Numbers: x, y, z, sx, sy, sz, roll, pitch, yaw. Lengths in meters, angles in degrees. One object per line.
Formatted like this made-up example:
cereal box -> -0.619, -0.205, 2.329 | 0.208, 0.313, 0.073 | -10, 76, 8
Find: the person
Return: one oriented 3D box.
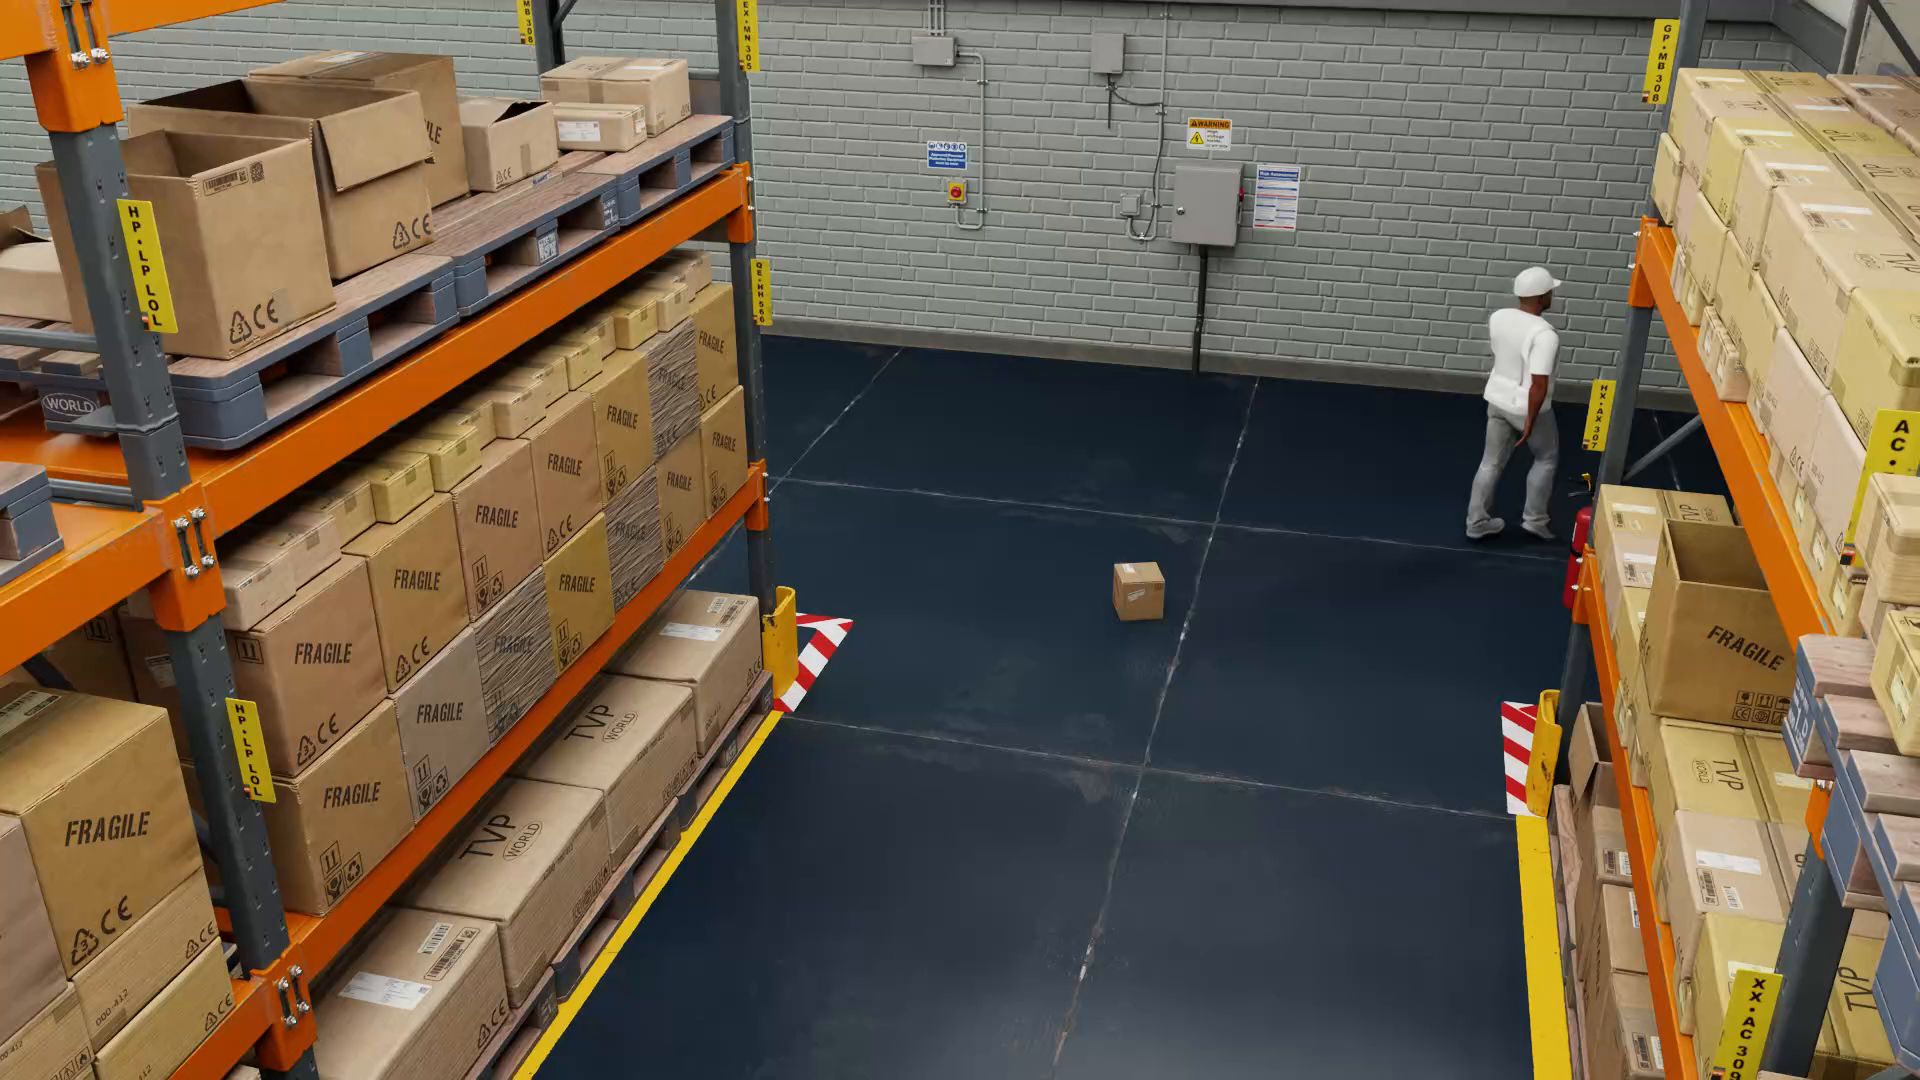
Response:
person -> 3.508, -0.813, 10.362 | 0.623, 1.838, 0.564 | -14, 28, -27
